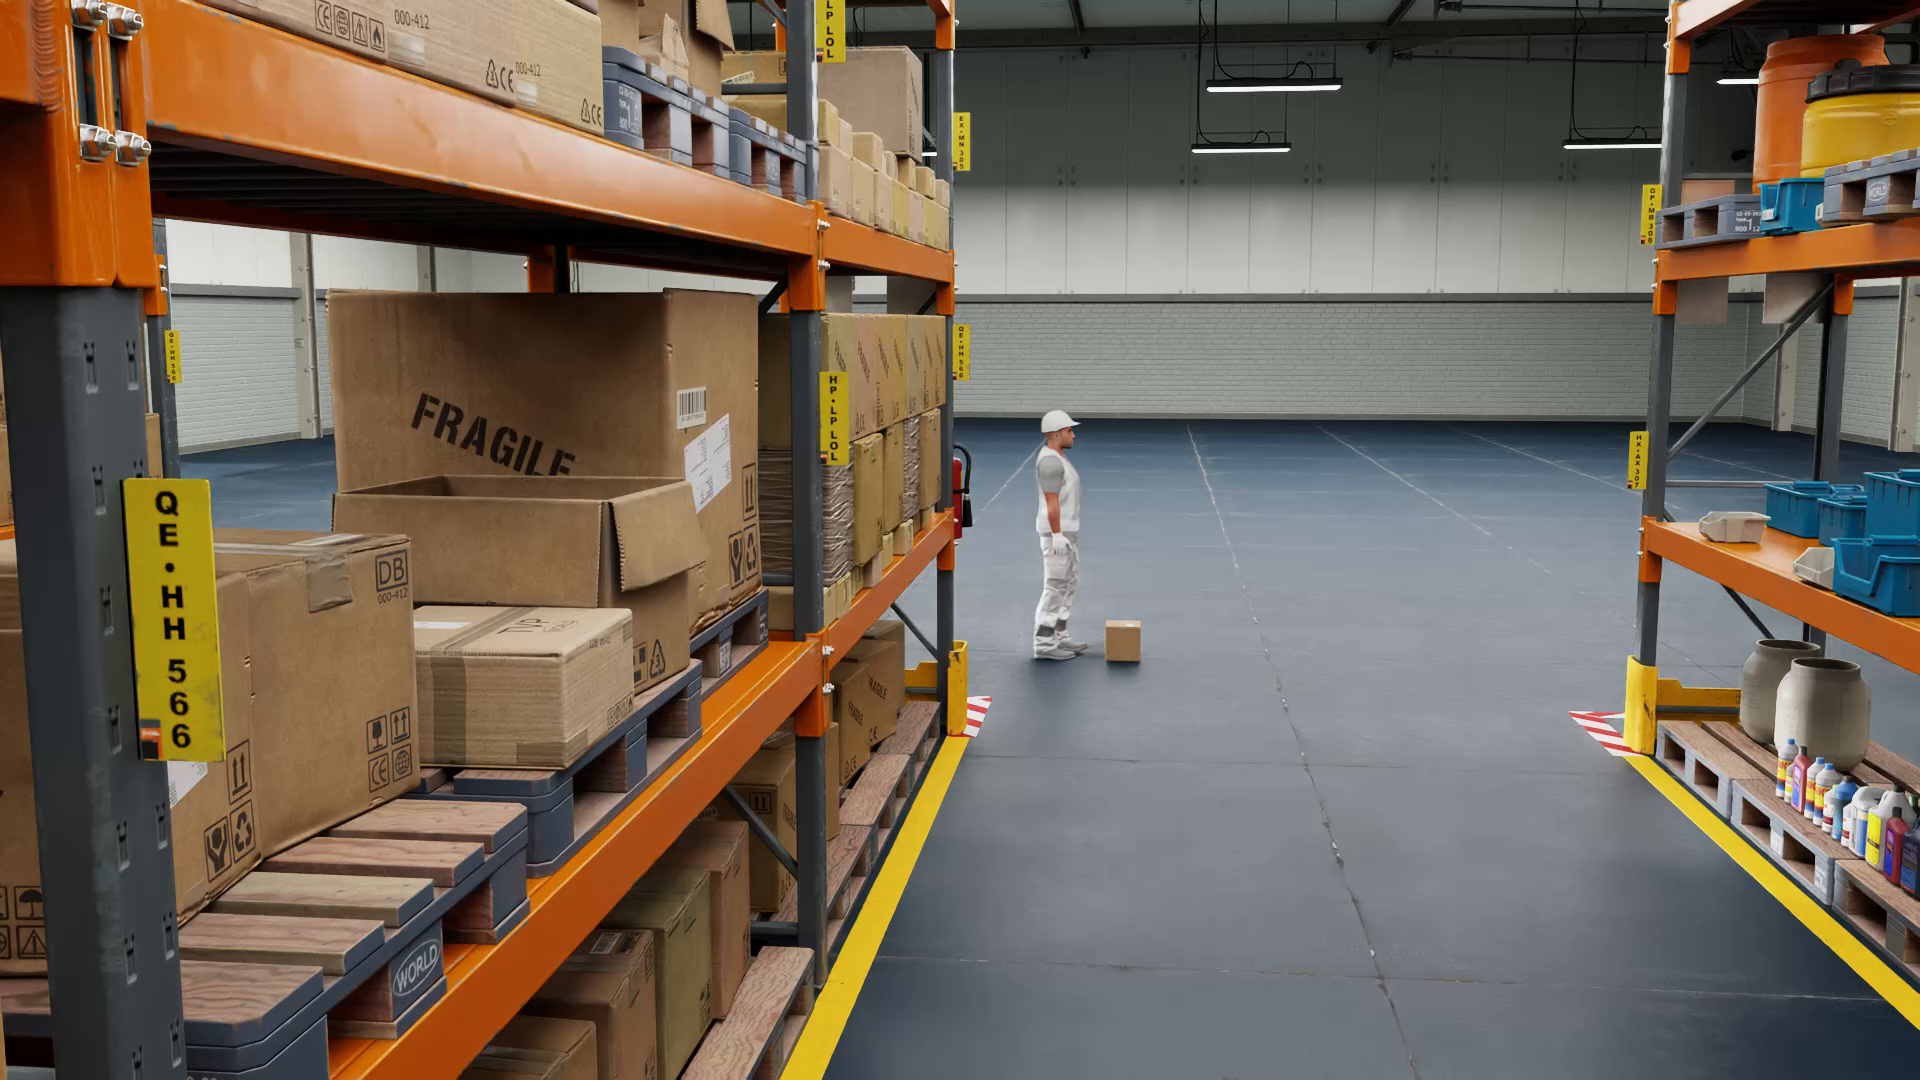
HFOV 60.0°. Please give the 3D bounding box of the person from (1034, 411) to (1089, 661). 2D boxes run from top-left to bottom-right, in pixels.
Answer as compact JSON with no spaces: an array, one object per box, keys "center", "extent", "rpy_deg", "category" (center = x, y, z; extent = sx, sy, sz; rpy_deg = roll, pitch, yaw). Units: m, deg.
[{"center":[0.739,-0.038,12.007],"extent":[0.387,1.790,0.522],"rpy_deg":[1,8,8],"category":"person"}]
